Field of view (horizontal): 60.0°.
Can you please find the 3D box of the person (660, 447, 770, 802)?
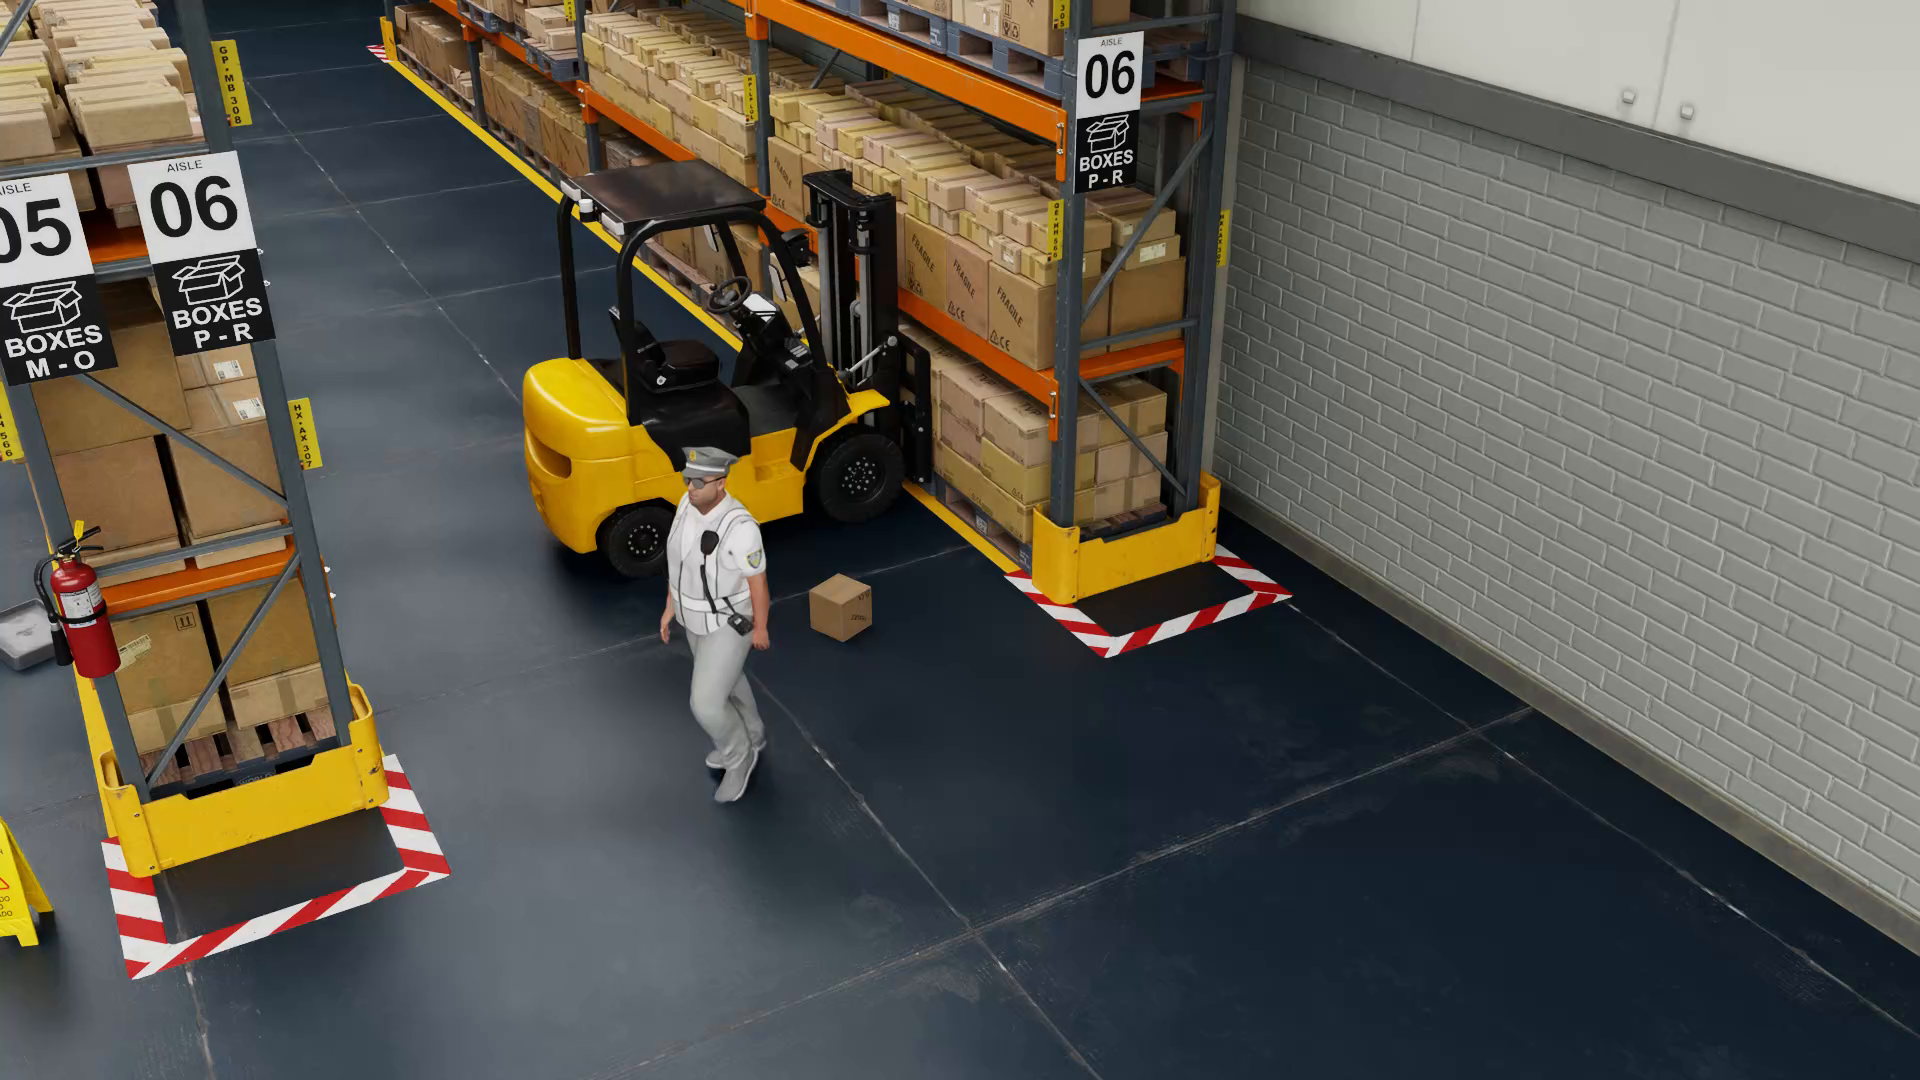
[{"bbox_3d":[-1.163,0.388,7.849,0.504,1.838,0.525,-24,37,-36],"label":"person"}]
